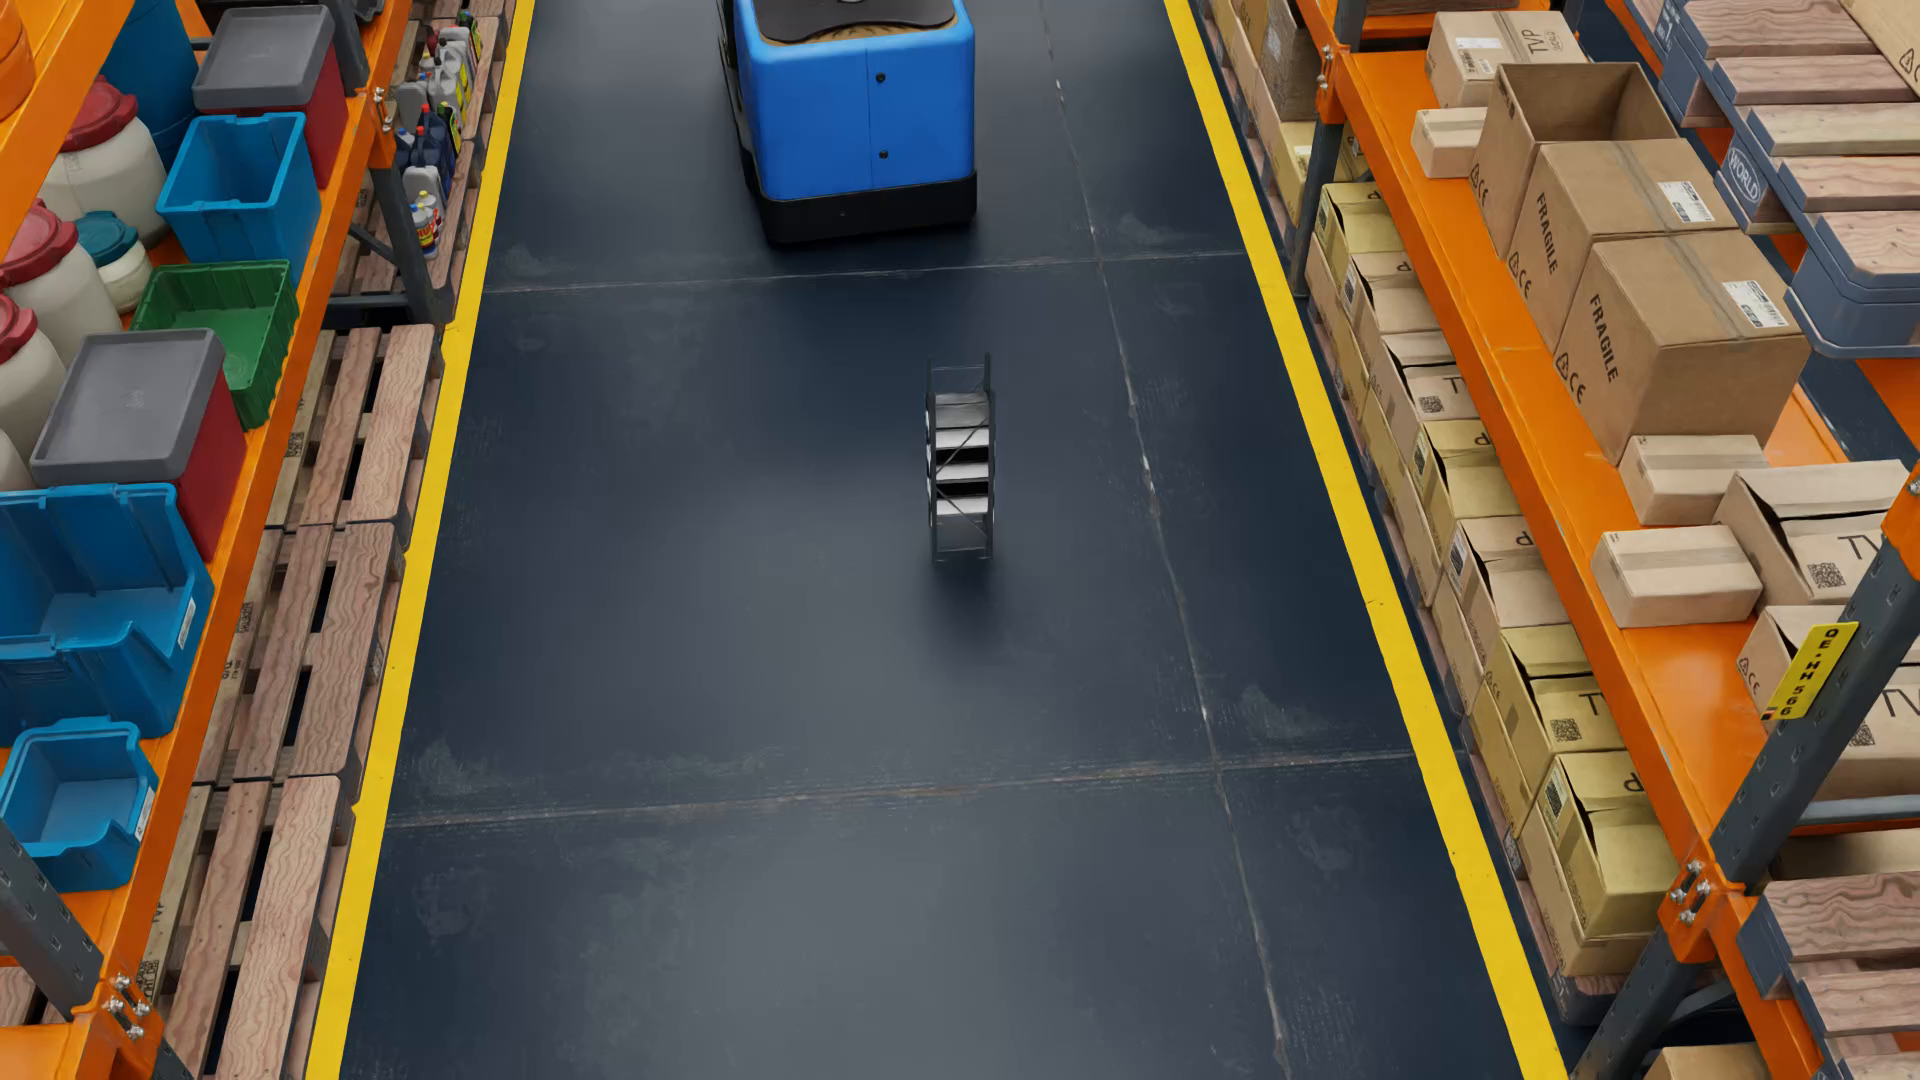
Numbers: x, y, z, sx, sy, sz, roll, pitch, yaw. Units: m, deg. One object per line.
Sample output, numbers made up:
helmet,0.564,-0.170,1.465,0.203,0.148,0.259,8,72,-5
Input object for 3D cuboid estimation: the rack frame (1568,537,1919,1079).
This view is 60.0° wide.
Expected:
rack frame,2.395,0.651,4.068,1.000,3.000,0.127,-3,47,-3

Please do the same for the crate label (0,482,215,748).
crate label,-2.355,0.202,4.469,0.502,0.435,0.616,-3,47,-3

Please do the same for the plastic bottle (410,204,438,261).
plastic bottle,-2.466,-1.415,7.601,0.097,0.271,0.097,0,47,0

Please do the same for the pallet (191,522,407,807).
pallet,-2.666,0.464,6.165,1.003,0.211,1.213,-3,47,-3

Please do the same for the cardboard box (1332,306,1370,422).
cardboard box,1.889,-0.766,7.014,0.500,0.250,0.500,-2,47,-2

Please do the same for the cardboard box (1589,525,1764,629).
cardboard box,2.045,0.103,4.759,0.380,0.149,0.250,-3,47,-3

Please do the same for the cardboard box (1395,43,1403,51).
cardboard box,2.284,-2.416,8.060,0.500,0.500,0.500,-3,47,-3

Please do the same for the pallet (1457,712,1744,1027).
pallet,2.365,1.011,5.647,1.003,0.211,1.213,-3,47,-3

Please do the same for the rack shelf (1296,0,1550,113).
rack shelf,1.893,-3.443,8.440,1.077,0.370,4.000,-3,47,-3

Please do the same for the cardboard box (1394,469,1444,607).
cardboard box,1.976,-0.023,6.310,0.500,0.250,0.500,-3,47,-3

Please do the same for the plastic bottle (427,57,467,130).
plastic bottle,-2.581,-2.239,8.326,0.144,0.351,0.185,-4,47,-4

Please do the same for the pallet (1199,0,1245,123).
pallet,1.930,-2.747,9.206,1.003,0.211,1.213,-3,47,-3

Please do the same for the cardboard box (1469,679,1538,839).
cardboard box,2.061,0.713,5.613,0.500,0.250,0.500,-4,47,-4

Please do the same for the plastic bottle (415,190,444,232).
plastic bottle,-2.483,-1.538,7.765,0.097,0.201,0.097,0,47,0

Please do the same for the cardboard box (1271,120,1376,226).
cardboard box,1.804,-1.765,7.960,0.500,0.250,0.500,-3,47,-3

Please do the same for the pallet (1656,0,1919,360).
pallet,2.249,-0.801,3.507,1.213,0.211,1.003,-2,47,-1

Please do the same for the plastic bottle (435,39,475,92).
plastic bottle,-2.615,-2.467,8.594,0.152,0.276,0.135,-5,47,-4

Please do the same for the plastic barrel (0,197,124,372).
plastic barrel,-2.953,-0.755,5.306,0.433,0.535,0.433,0,47,0

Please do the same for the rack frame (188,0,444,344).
rack frame,-2.876,-1.945,6.526,1.000,3.000,0.127,-3,47,-3

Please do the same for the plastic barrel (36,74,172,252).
plastic barrel,-3.014,-1.286,5.809,0.433,0.535,0.433,0,47,0

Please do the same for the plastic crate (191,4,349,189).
plastic crate,-2.531,-1.635,6.189,0.402,0.464,0.583,-3,47,-3

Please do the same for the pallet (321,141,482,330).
pallet,-2.891,-1.475,8.001,1.003,0.211,1.213,-3,47,-3

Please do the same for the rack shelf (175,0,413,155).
rack shelf,-3.043,-3.145,8.158,1.077,0.370,4.000,-3,47,-3

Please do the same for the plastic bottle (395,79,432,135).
plastic bottle,-2.727,-2.186,8.327,0.152,0.276,0.135,-3,47,-3

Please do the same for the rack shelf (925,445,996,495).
rack shelf,0.001,-0.281,6.442,0.258,0.077,0.200,-3,47,-3

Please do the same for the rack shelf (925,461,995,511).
rack shelf,0.001,-0.219,6.507,0.258,0.077,0.200,-3,47,-3

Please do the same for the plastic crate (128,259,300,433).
plastic crate,-2.449,-0.629,5.426,0.450,0.188,0.662,-3,47,-3

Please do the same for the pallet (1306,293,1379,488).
pallet,2.161,-0.754,7.319,1.003,0.211,1.213,-3,47,-3

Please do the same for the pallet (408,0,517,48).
pallet,-3.095,-3.240,9.673,1.003,0.211,1.213,-3,47,-3

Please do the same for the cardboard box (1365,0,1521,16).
cardboard box,2.017,-2.598,7.076,0.700,0.500,0.500,-5,47,-4

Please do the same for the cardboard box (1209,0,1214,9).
cardboard box,1.636,-3.212,9.330,0.500,0.250,0.500,-3,47,-3

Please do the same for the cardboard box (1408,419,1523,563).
cardboard box,1.977,-0.209,6.100,0.500,0.311,0.500,-2,47,-2

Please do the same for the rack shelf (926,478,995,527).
rack shelf,0.001,-0.157,6.573,0.258,0.077,0.200,-3,47,-3

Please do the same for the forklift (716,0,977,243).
forklift,-0.719,-3.527,8.072,1.130,2.935,3.031,-9,47,-8

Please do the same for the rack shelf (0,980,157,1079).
rack shelf,-2.374,2.643,2.676,1.077,0.370,4.000,-3,47,-3

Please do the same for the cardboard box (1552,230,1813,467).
cardboard box,2.238,-0.597,5.180,0.500,0.500,0.500,-6,47,-5

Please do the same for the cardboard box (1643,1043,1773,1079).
cardboard box,2.148,1.706,4.487,0.500,0.500,0.500,-2,47,-2

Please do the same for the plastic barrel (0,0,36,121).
plastic barrel,-2.448,-1.311,3.564,0.600,0.830,0.708,-3,47,-3

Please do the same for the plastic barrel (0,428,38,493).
plastic barrel,-2.875,-0.126,4.726,0.421,0.512,0.421,0,47,0

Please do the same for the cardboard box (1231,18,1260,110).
cardboard box,1.715,-2.488,8.645,0.500,0.250,0.500,-3,47,-3

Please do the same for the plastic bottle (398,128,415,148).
plastic bottle,-2.662,-1.865,8.026,0.097,0.271,0.097,0,47,0

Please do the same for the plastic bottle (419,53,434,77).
plastic bottle,-2.738,-2.421,8.601,0.097,0.201,0.097,0,47,0

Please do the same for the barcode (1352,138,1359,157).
barcode,1.667,-1.655,7.009,0.001,0.075,0.075,-3,47,-3

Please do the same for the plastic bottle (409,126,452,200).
plastic bottle,-2.530,-1.795,7.905,0.144,0.351,0.185,-2,47,-2

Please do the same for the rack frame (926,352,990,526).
rack frame,-0.008,-0.377,6.487,0.240,0.900,0.006,-3,47,-3

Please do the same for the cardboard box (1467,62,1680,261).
cardboard box,2.152,-1.340,5.884,0.500,0.500,0.500,0,47,0

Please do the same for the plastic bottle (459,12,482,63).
plastic bottle,-2.592,-2.671,8.781,0.061,0.283,0.133,-2,47,-2

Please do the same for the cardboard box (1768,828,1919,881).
cardboard box,2.644,0.862,5.086,0.500,0.311,0.500,-2,47,-2

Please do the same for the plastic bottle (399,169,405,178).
plastic bottle,-2.626,-1.645,7.810,0.061,0.283,0.133,-3,47,-3

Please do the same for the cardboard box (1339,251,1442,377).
cardboard box,1.883,-0.959,6.810,0.500,0.311,0.500,-4,47,-4

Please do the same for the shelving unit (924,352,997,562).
shelving unit,0.001,-0.304,6.418,0.258,0.900,0.210,-3,47,-3

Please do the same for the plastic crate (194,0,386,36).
plastic crate,-2.793,-2.310,6.915,0.767,0.338,0.504,-3,47,-3

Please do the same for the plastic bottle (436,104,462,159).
plastic bottle,-2.518,-2.030,8.175,0.061,0.283,0.133,-2,47,-2

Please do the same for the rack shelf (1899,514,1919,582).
rack shelf,2.563,1.314,1.870,1.077,0.370,4.000,-3,47,-3

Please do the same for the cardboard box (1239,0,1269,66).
cardboard box,1.728,-2.746,8.373,0.500,0.500,0.500,-3,47,-3

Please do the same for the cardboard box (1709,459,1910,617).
cardboard box,2.513,0.022,4.724,0.500,0.311,0.500,-4,47,-4

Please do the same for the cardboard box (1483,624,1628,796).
cardboard box,2.056,0.519,5.411,0.500,0.311,0.500,-4,47,-4
